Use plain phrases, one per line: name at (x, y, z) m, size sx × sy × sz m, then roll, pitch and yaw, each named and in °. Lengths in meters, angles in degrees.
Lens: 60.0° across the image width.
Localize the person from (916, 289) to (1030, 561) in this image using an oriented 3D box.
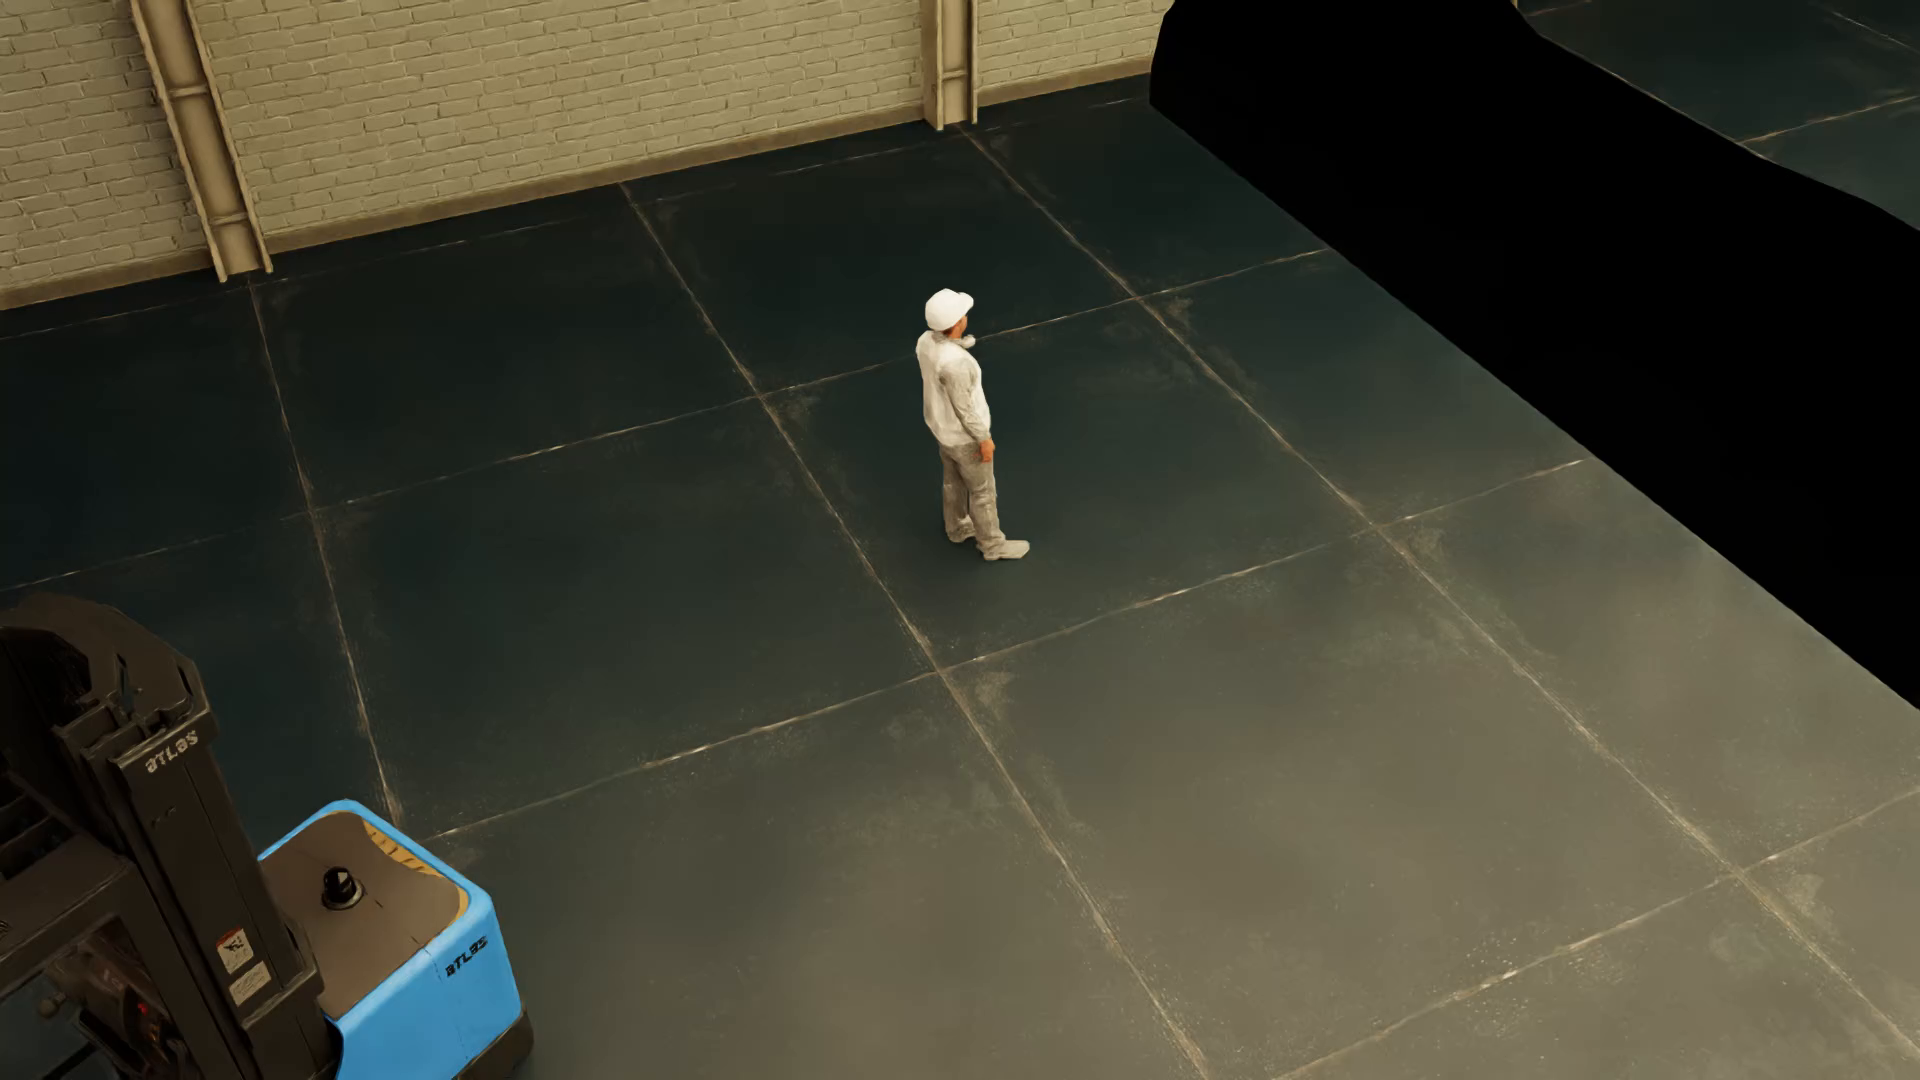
person at (0.060, -0.697, 9.747) m, size 0.567 × 1.768 × 0.632 m, roll -17°, pitch 43°, yaw -19°

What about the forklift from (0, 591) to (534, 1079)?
forklift at (-3.197, 1.755, 5.913) m, size 1.130 × 2.935 × 3.031 m, roll 25°, pitch 46°, yaw 27°
